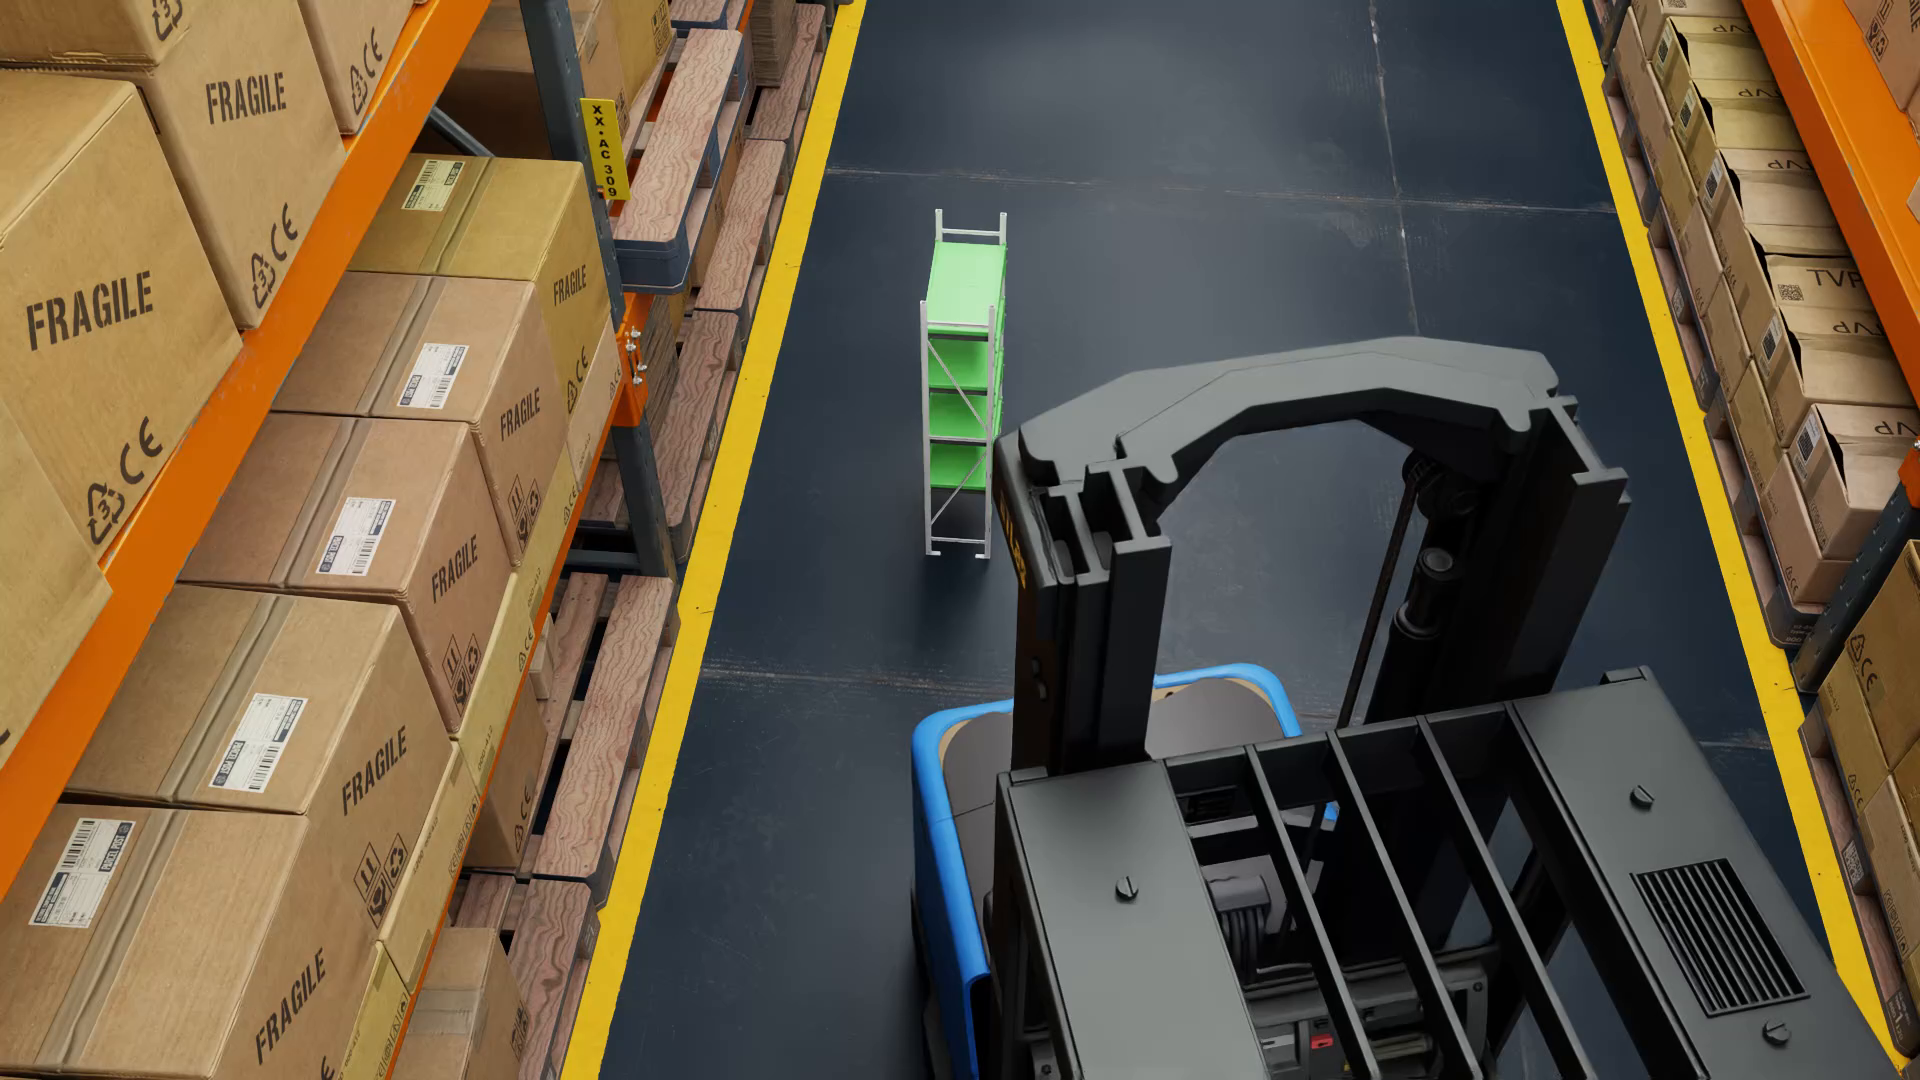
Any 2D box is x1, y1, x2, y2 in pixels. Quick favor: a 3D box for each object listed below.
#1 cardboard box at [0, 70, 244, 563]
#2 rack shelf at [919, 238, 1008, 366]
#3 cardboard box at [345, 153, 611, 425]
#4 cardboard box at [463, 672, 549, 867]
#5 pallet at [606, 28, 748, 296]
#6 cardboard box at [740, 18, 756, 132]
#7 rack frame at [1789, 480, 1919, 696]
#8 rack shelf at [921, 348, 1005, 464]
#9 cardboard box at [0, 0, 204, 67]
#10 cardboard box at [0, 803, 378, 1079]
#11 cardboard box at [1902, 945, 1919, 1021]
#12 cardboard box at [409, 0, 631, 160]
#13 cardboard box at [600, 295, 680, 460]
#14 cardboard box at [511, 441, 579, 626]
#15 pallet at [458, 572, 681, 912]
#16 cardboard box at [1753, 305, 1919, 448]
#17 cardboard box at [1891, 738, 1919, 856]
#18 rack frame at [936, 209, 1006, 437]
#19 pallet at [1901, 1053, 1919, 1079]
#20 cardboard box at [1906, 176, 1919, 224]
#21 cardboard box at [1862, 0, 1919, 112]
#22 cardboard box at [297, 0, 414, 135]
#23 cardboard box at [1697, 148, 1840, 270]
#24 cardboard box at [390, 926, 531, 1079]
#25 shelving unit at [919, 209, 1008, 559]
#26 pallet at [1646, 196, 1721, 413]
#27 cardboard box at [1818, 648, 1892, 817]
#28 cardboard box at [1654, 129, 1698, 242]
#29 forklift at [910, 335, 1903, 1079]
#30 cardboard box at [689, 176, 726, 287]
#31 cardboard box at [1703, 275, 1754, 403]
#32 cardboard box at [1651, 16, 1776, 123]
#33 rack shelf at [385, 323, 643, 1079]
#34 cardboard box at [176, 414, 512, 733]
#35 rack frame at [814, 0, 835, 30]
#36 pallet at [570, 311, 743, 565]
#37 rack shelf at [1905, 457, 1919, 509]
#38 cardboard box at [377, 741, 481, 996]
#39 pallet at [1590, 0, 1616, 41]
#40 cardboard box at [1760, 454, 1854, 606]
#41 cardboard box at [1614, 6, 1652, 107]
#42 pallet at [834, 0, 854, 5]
[{"bbox_3d":[-1.457,-0.332,2.407,0.500,0.500,0.500,7,48,6],"label":"cardboard box"},{"bbox_3d":[0.015,-0.807,5.611,0.258,0.148,0.480,4,48,4],"label":"rack shelf"},{"bbox_3d":[-1.262,-0.662,4.402,0.500,0.500,0.500,4,48,3],"label":"cardboard box"},{"bbox_3d":[-1.582,0.640,5.028,0.500,0.500,0.500,1,48,1],"label":"cardboard box"},{"bbox_3d":[-1.313,-1.308,5.543,1.003,0.211,1.213,4,48,4],"label":"pallet"},{"bbox_3d":[-1.339,-2.162,7.590,0.700,0.500,0.500,4,48,3],"label":"cardboard box"},{"bbox_3d":[3.406,-0.490,4.666,1.000,3.000,0.127,4,48,4],"label":"rack frame"},{"bbox_3d":[0.015,-0.483,5.966,0.258,0.148,0.480,4,48,4],"label":"rack shelf"},{"bbox_3d":[-1.379,-1.037,2.374,0.500,0.500,0.500,2,48,2],"label":"cardboard box"},{"bbox_3d":[-1.440,0.837,3.032,0.500,0.500,0.500,2,48,2],"label":"cardboard box"},{"bbox_3d":[2.961,1.350,4.561,0.500,0.250,0.500,4,48,4],"label":"cardboard box"},{"bbox_3d":[-1.447,-1.375,5.109,0.700,0.500,0.500,4,48,4],"label":"cardboard box"},{"bbox_3d":[-1.477,-0.668,6.224,0.700,0.500,0.500,5,48,5],"label":"cardboard box"},{"bbox_3d":[-1.322,-0.043,4.345,0.500,0.250,0.500,4,48,4],"label":"cardboard box"},{"bbox_3d":[-1.553,0.616,5.543,1.003,0.211,1.213,4,48,4],"label":"pallet"},{"bbox_3d":[3.199,-0.593,5.958,0.500,0.311,0.500,5,48,5],"label":"cardboard box"},{"bbox_3d":[3.015,0.730,4.620,0.500,0.500,0.500,4,48,4],"label":"cardboard box"},{"bbox_3d":[0.037,-0.706,6.083,0.240,1.200,0.015,4,48,4],"label":"rack frame"},{"bbox_3d":[3.184,1.931,4.341,1.003,0.211,1.213,4,48,4],"label":"pallet"},{"bbox_3d":[3.304,-1.103,5.318,0.396,0.266,0.258,3,48,3],"label":"cardboard box"},{"bbox_3d":[3.586,-1.843,5.835,0.500,0.500,0.500,4,48,4],"label":"cardboard box"},{"bbox_3d":[-1.386,-1.115,3.123,0.500,0.500,0.500,0,48,0],"label":"cardboard box"},{"bbox_3d":[3.296,-1.329,6.631,0.500,0.311,0.500,3,48,3],"label":"cardboard box"},{"bbox_3d":[-1.570,1.357,4.372,0.700,0.500,0.500,1,48,1],"label":"cardboard box"},{"bbox_3d":[0.015,-0.527,5.919,0.258,1.200,0.503,4,48,4],"label":"shelving unit"},{"bbox_3d":[3.543,-0.992,7.014,1.003,0.211,1.213,4,48,4],"label":"pallet"},{"bbox_3d":[3.062,0.616,5.232,0.500,0.250,0.500,4,48,4],"label":"cardboard box"},{"bbox_3d":[3.344,-1.526,7.192,0.500,0.250,0.500,3,48,2],"label":"cardboard box"},{"bbox_3d":[0.646,1.194,3.172,1.130,2.935,3.031,-8,48,-8],"label":"forklift"},{"bbox_3d":[-1.393,-1.423,6.915,0.700,0.500,0.500,4,48,4],"label":"cardboard box"},{"bbox_3d":[3.249,-0.776,6.506,0.500,0.250,0.500,5,48,4],"label":"cardboard box"},{"bbox_3d":[3.391,-2.081,7.319,0.500,0.311,0.500,3,48,3],"label":"cardboard box"},{"bbox_3d":[-1.709,0.892,3.889,1.077,0.370,4.000,4,48,4],"label":"rack shelf"},{"bbox_3d":[-1.359,0.075,3.729,0.500,0.500,0.500,3,48,2],"label":"cardboard box"},{"bbox_3d":[-1.163,-3.760,7.656,1.000,3.000,0.127,4,48,4],"label":"rack frame"},{"bbox_3d":[-1.458,-0.452,6.520,1.003,0.211,1.213,4,48,4],"label":"pallet"},{"bbox_3d":[3.224,1.222,3.587,1.077,0.370,4.000,4,48,4],"label":"rack shelf"},{"bbox_3d":[-1.397,0.697,3.667,0.500,0.250,0.500,4,48,4],"label":"cardboard box"},{"bbox_3d":[3.877,-3.035,8.883,1.003,0.211,1.213,4,48,4],"label":"pallet"},{"bbox_3d":[3.155,-0.028,5.822,0.500,0.250,0.500,3,48,3],"label":"cardboard box"},{"bbox_3d":[3.431,-2.278,7.880,0.500,0.250,0.500,4,48,3],"label":"cardboard box"},{"bbox_3d":[-1.016,-3.393,9.211,1.003,0.211,1.213,4,48,4],"label":"pallet"}]
